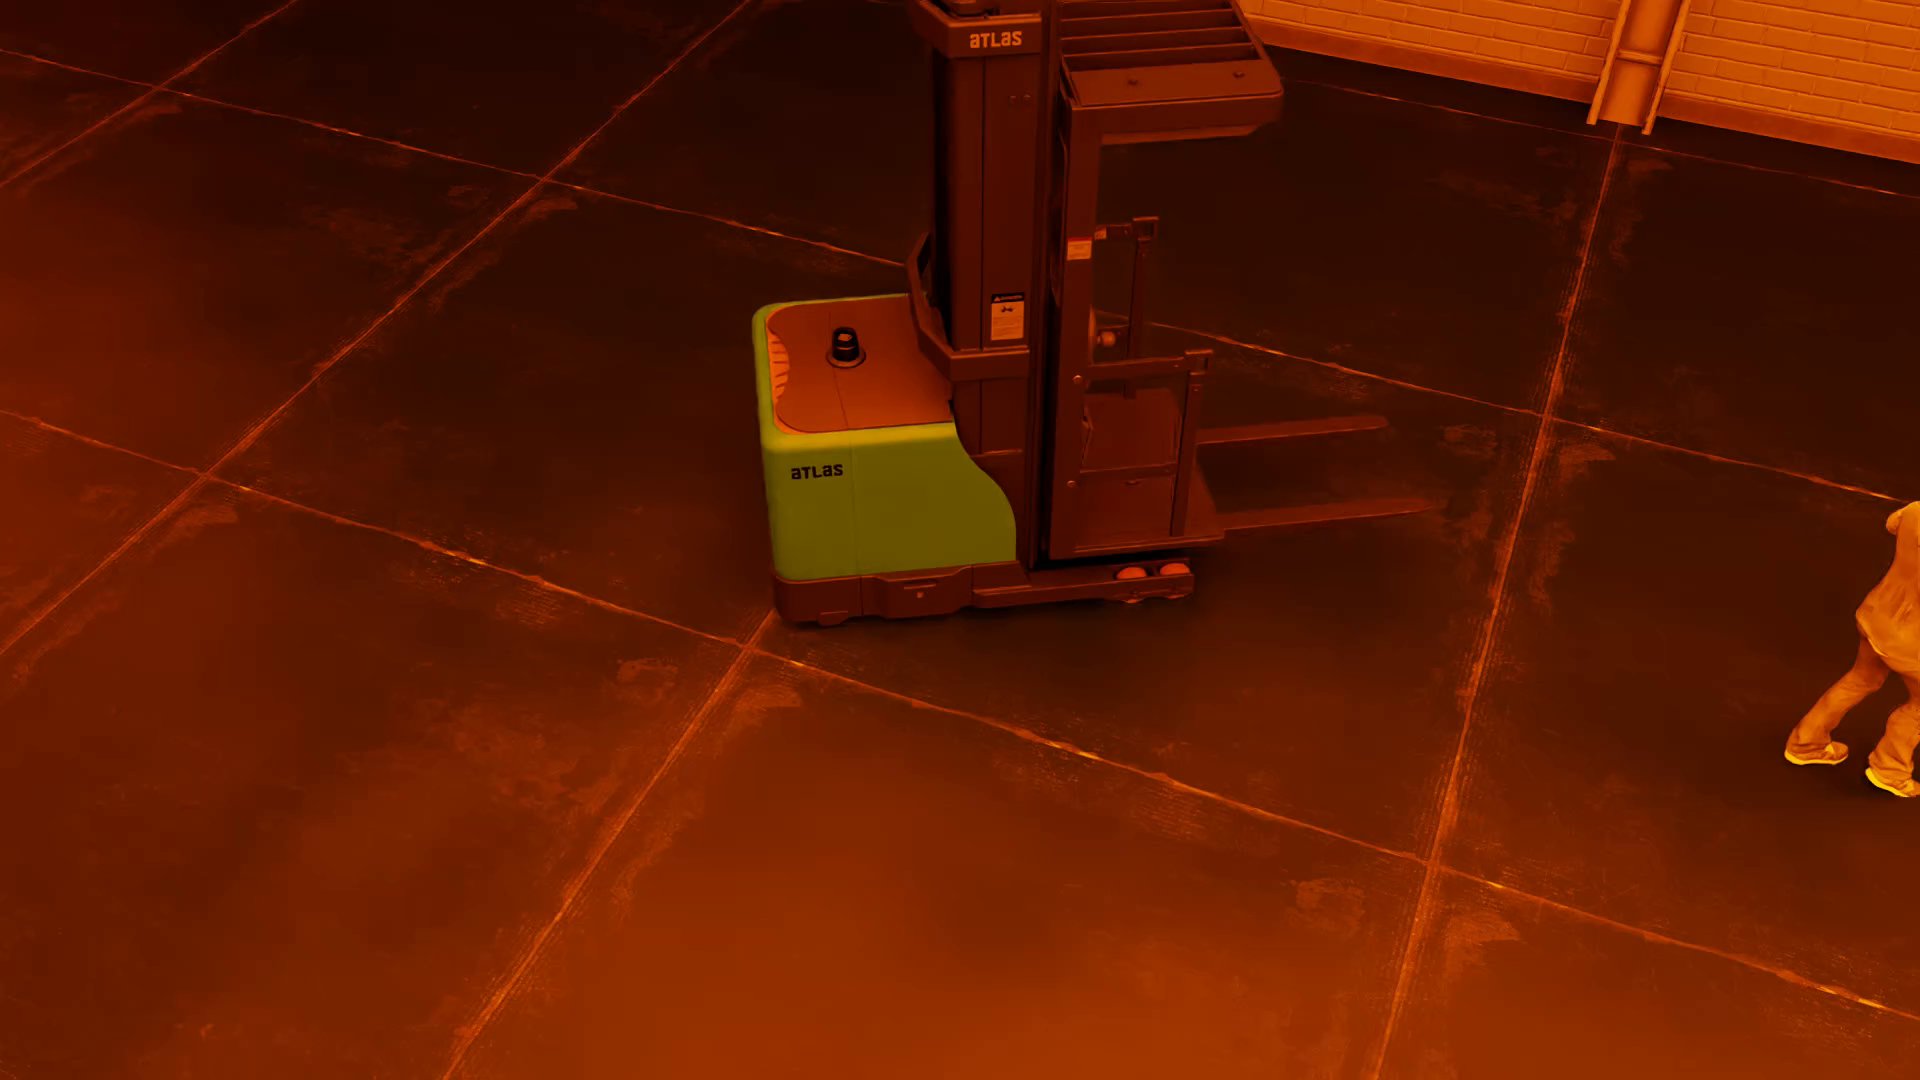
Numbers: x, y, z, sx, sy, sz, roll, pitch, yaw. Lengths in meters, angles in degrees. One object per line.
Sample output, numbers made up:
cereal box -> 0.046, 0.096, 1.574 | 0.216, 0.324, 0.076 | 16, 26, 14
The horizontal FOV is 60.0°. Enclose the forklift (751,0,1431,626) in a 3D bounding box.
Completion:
forklift -> 0.623, -1.142, 6.891 | 3.031, 2.935, 1.130 | -5, 43, -6

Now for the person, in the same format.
person -> 3.637, 0.374, 6.303 | 0.526, 1.607, 0.835 | -4, 43, -4
